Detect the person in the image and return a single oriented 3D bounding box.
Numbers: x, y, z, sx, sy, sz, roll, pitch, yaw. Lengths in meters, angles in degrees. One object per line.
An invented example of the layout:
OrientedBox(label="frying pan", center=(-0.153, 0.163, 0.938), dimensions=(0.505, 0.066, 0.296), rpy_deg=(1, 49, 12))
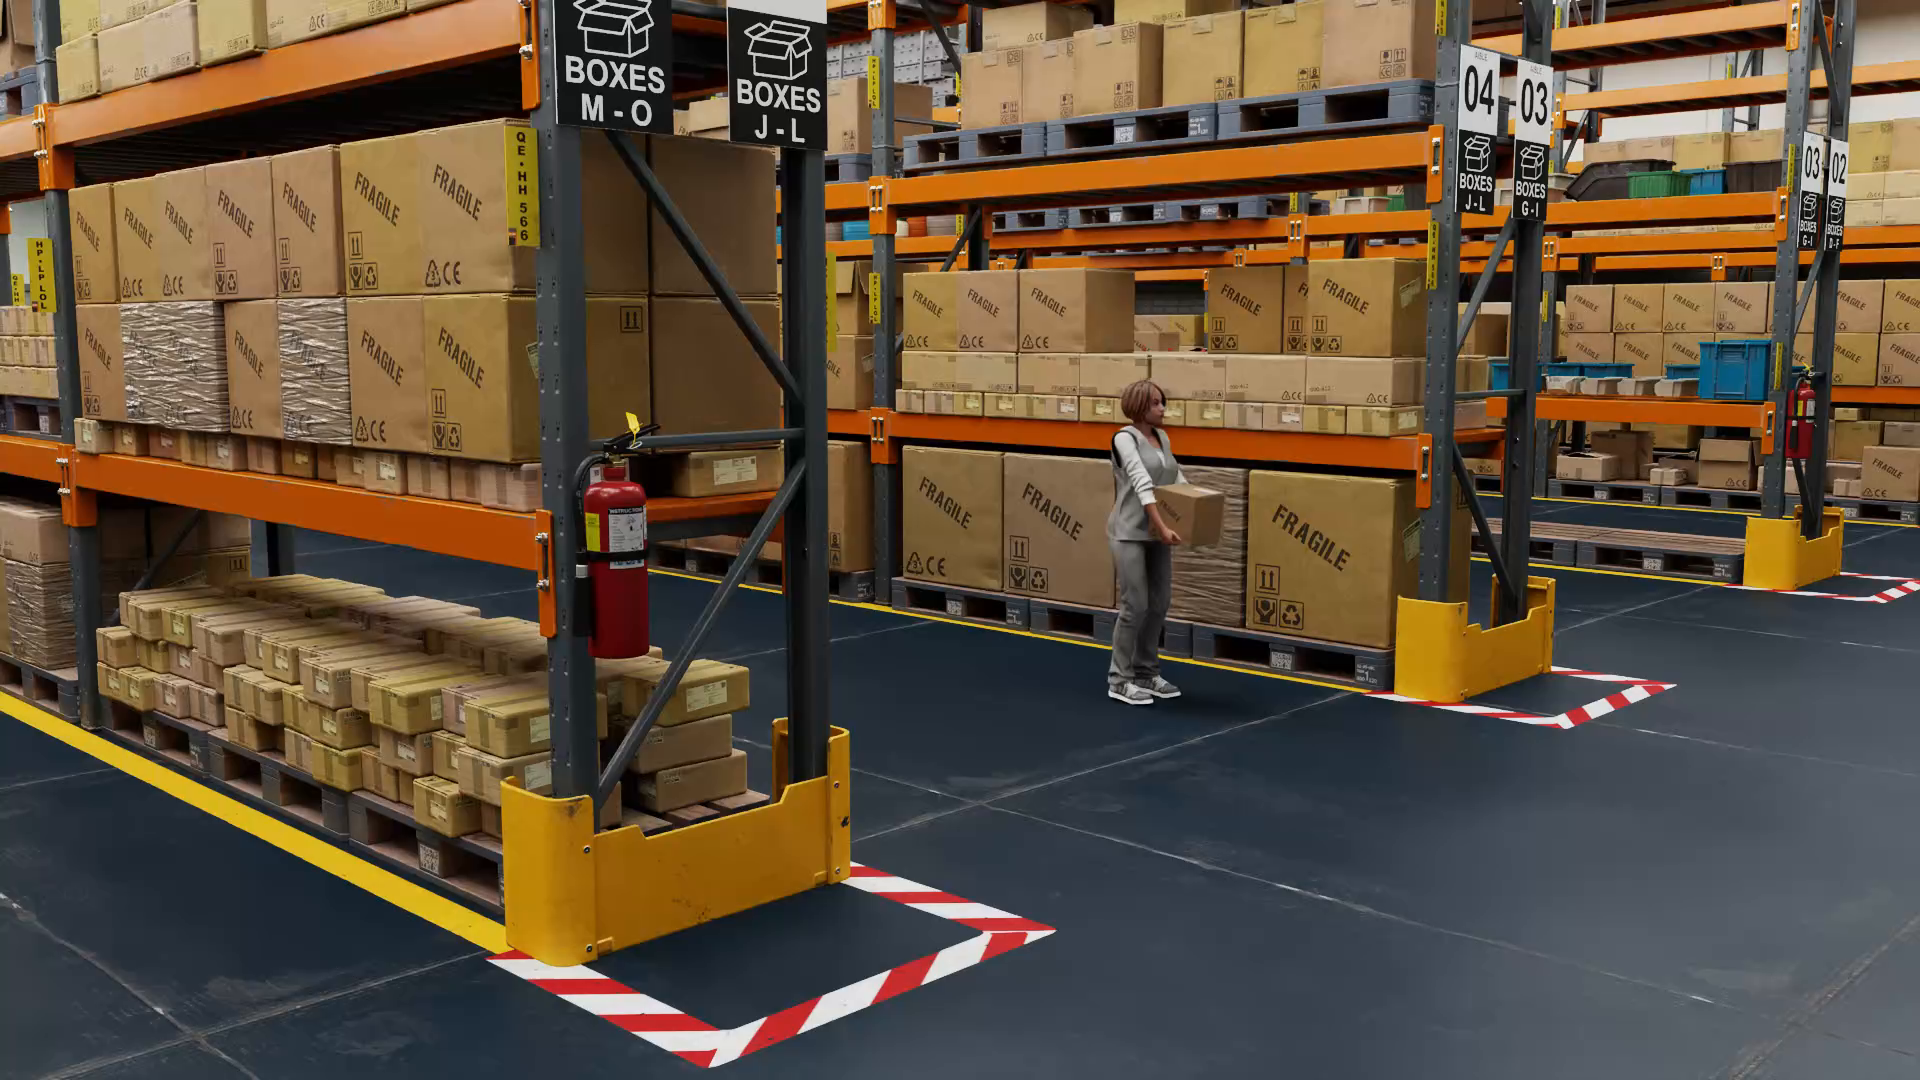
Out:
OrientedBox(label="person", center=(0.971, 0.013, 8.230), dimensions=(0.496, 1.599, 0.375), rpy_deg=(7, 10, 43))
